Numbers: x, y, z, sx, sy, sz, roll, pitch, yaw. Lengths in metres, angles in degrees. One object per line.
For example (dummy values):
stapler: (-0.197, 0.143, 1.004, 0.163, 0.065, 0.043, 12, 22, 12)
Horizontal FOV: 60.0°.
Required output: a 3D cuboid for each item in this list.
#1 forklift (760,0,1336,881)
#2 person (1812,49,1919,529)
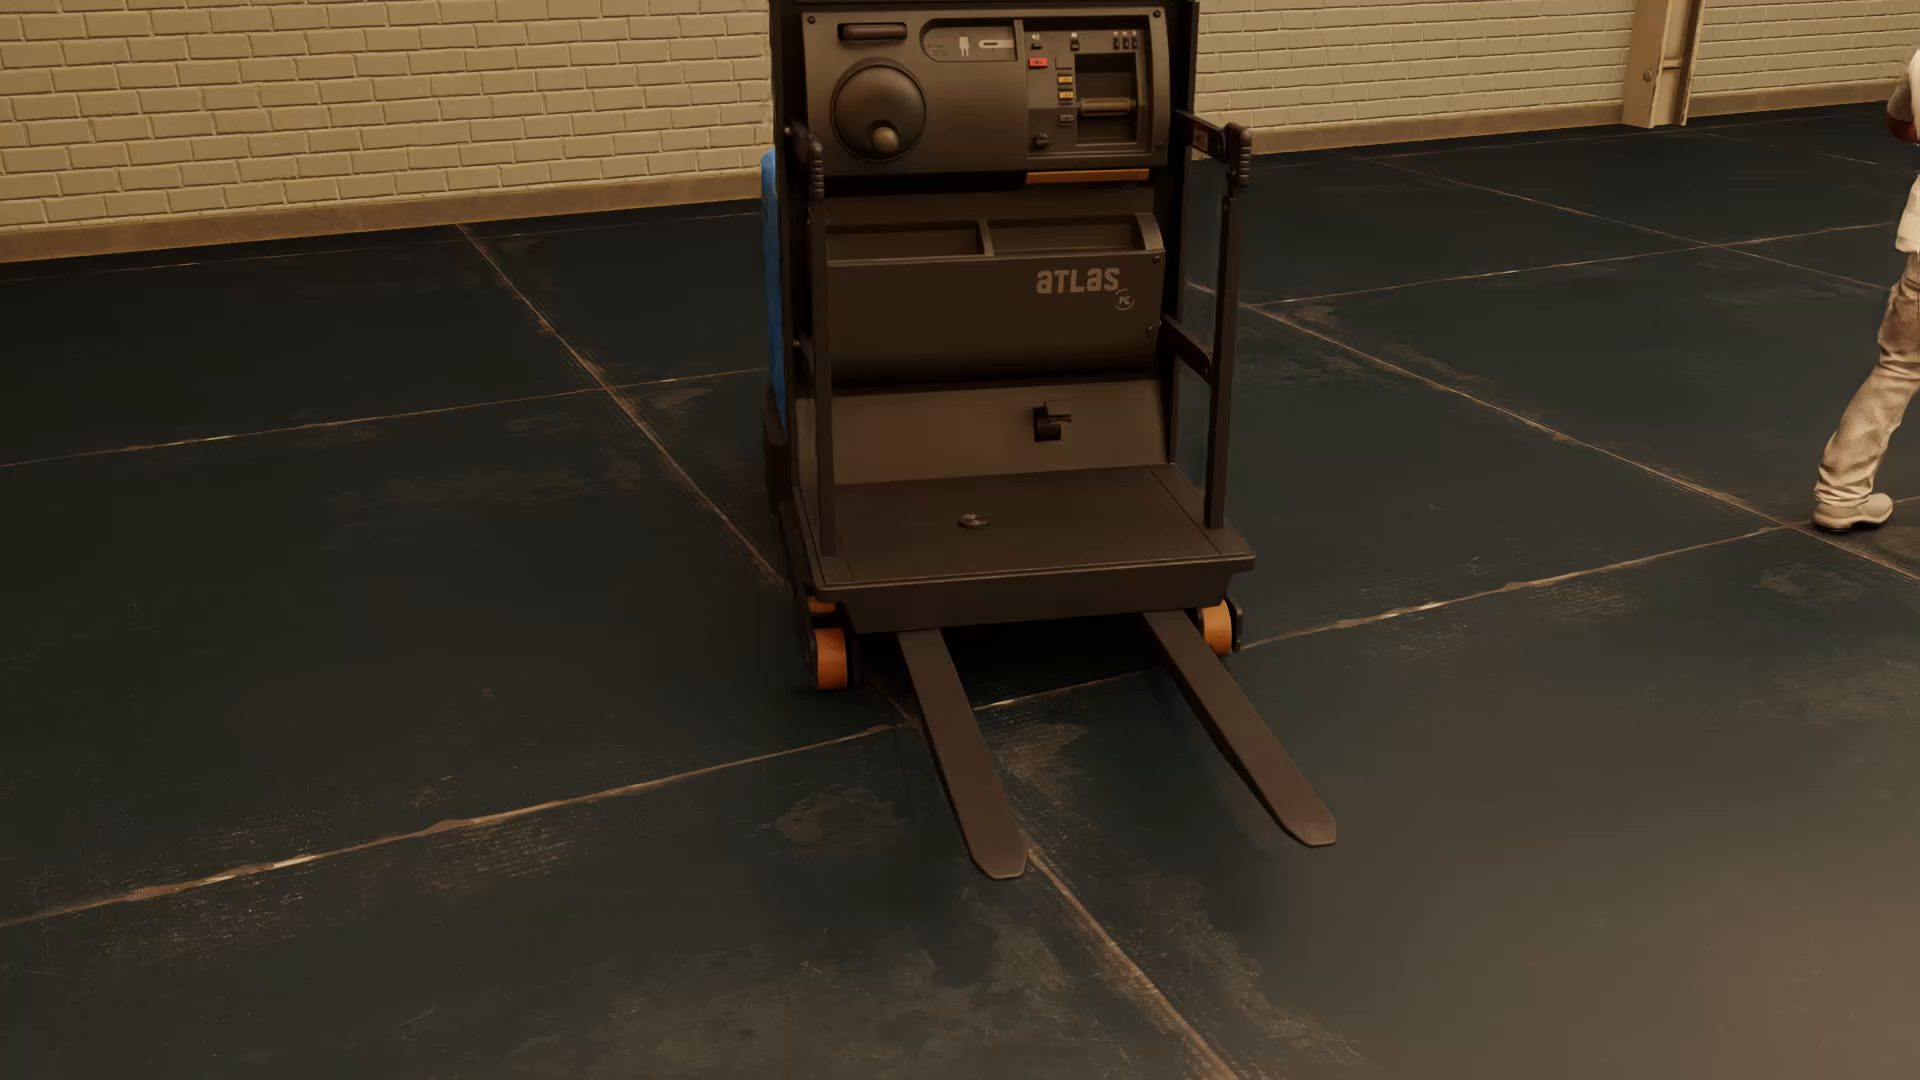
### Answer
forklift: (0.112, -1.123, 3.990, 1.130, 2.935, 3.031, -4, 23, -10)
person: (3.060, -0.844, 4.873, 0.756, 1.760, 1.019, -10, 25, -23)
